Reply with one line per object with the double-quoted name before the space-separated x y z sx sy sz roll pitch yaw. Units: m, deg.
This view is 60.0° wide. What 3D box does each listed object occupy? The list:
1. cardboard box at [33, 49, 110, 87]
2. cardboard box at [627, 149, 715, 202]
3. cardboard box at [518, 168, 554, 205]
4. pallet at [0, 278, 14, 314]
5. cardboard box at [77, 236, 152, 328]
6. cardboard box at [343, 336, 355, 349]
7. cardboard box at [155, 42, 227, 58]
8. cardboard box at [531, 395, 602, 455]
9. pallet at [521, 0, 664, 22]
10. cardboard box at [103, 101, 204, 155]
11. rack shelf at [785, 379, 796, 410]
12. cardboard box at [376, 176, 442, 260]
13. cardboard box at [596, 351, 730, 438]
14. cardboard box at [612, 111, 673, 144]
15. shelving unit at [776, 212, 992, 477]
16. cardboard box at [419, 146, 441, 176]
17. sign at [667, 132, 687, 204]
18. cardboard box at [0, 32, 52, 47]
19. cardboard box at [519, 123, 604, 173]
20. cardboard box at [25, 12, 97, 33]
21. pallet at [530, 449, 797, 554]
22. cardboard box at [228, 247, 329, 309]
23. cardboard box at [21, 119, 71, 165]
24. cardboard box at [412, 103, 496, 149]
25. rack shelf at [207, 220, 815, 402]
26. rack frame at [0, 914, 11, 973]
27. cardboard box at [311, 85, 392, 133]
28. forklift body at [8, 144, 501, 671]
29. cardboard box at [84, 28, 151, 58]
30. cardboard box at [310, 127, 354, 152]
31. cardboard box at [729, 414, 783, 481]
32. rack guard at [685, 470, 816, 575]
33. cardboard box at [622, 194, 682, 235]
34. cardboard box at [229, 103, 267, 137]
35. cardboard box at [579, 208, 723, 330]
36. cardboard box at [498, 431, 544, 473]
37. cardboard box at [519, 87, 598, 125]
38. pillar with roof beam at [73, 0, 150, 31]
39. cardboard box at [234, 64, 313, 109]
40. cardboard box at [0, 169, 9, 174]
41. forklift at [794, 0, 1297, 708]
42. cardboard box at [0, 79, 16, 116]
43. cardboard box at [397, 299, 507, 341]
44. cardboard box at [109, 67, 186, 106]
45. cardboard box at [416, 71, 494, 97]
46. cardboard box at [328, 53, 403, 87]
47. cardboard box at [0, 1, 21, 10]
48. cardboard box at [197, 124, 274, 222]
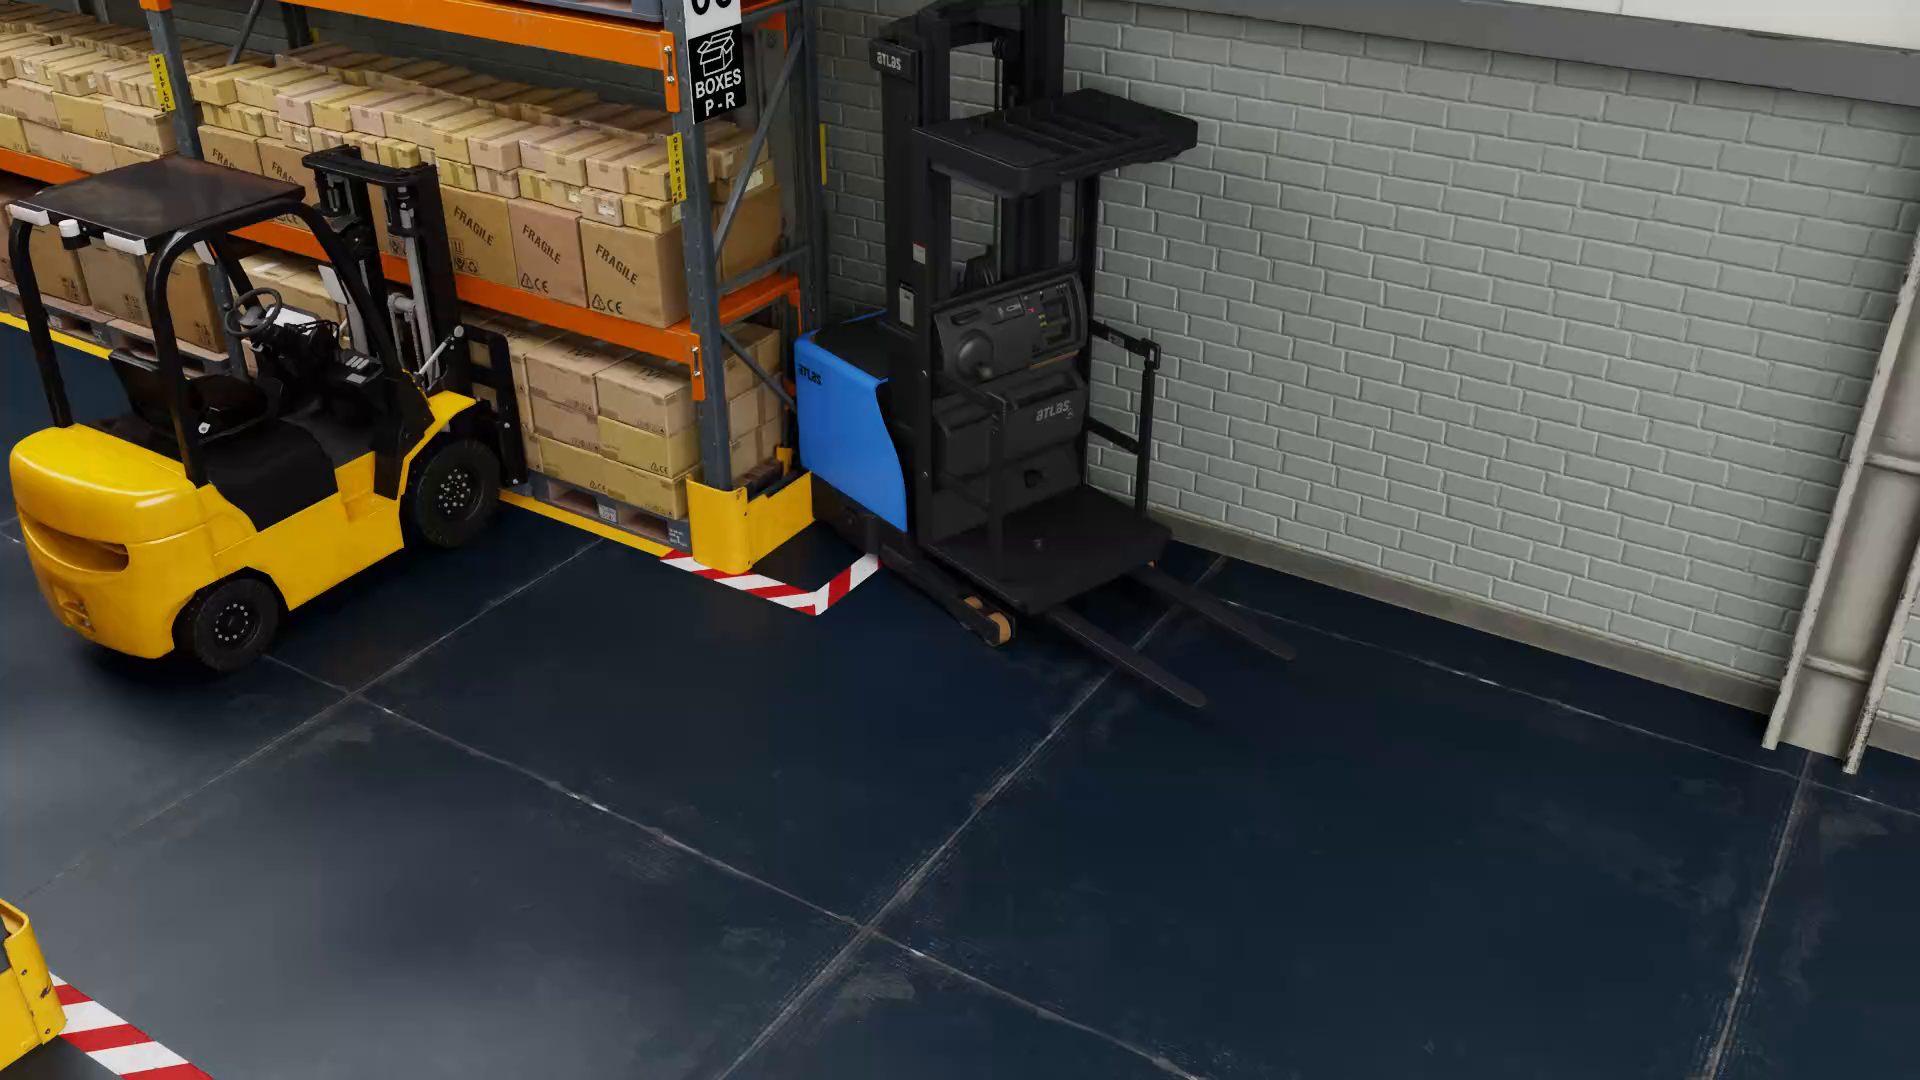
"cardboard box" -5.731 -3.050 10.759 0.250 0.149 0.380 17 34 26
"cardboard box" -1.462 -1.856 8.417 0.250 0.149 0.380 18 35 27
"cardboard box" -2.113 -1.918 8.818 0.250 0.149 0.380 17 34 27
"pallet" -7.146 -2.100 12.640 1.213 0.211 1.003 18 35 27
"cardboard box" -5.536 -1.972 11.593 0.625 0.625 0.875 17 34 27
"cardboard box" -3.342 -1.145 10.051 0.500 0.250 0.500 17 34 27
"cardboard box" -5.029 -3.141 10.914 0.250 0.149 0.380 17 35 27
"cardboard box" -2.044 -0.744 9.365 0.500 0.250 0.500 17 34 27
"pallet" -1.632 -2.857 8.281 1.213 0.211 1.003 18 35 27
"cardboard box" -4.986 -2.644 10.458 0.500 0.250 0.500 17 34 26
"rack shelf" -0.434 -0.819 9.496 1.000 0.185 0.538 14 31 20
"cardboard box" -2.903 -1.872 9.382 0.500 0.500 0.500 18 35 28
"cardboard box" -1.603 -0.814 8.989 0.500 0.250 0.500 19 35 29
"cardboard box" -1.652 -2.181 8.973 0.250 0.149 0.380 18 35 28
"shelving unit" -0.435 -0.978 9.412 1.083 1.500 0.587 14 31 20
"cardboard box" -2.752 -2.134 9.188 0.250 0.149 0.380 17 34 27
"sign" -1.347 -1.773 7.929 0.005 0.325 0.100 18 35 27
"cardboard box" -6.339 -3.284 11.160 0.250 0.149 0.380 18 35 27
"cardboard box" -2.095 -2.066 8.777 0.250 0.149 0.380 18 35 28
"cardboard box" -6.291 -3.576 11.660 0.250 0.149 0.380 17 34 27
"pallet" -1.717 -0.381 9.694 1.213 0.211 1.003 18 35 27
"cardboard box" -4.192 -1.632 10.391 0.500 0.250 0.500 17 34 27
"cardboard box" -5.834 -2.707 11.062 0.500 0.250 0.500 18 35 28
"cardboard box" -2.764 -2.265 9.117 0.250 0.149 0.380 18 35 28
"rack shelf" -2.741 -1.624 9.770 4.000 0.370 1.077 18 35 27
"rack frame" -3.682 0.721 5.038 0.127 3.000 1.000 18 35 27
"cardboard box" -3.434 -2.443 9.423 0.250 0.149 0.380 17 34 27
"forklift body" -3.623 -0.761 8.421 1.214 2.155 2.313 18 35 27
"cardboard box" -5.670 -3.343 11.261 0.250 0.149 0.380 17 34 27
"cardboard box" -3.458 -2.301 9.474 0.250 0.149 0.380 17 34 27
"cardboard box" -1.359 -0.607 9.626 0.500 0.250 0.500 18 35 28
"rack guard" -1.026 -0.312 9.289 0.348 0.500 1.175 18 35 27
"cardboard box" -1.489 -1.695 8.436 0.250 0.149 0.380 18 35 28
"cardboard box" -4.084 -2.527 9.862 0.250 0.149 0.380 18 35 28
"cardboard box" -1.603 -1.462 8.679 0.500 0.500 0.500 17 34 26
"cardboard box" -2.448 -0.658 9.714 0.500 0.250 0.500 18 35 28
"cardboard box" -2.261 -2.426 9.393 0.250 0.149 0.380 17 34 26
"pillar with roof beam" -8.528 -4.331 7.744 0.400 9.000 9.100 18 35 27
"cardboard box" -4.043 -2.686 9.839 0.250 0.149 0.380 18 35 28
"cardboard box" -7.302 -2.524 12.540 0.625 0.625 0.875 19 35 29
"forklift" 0.393 -1.019 8.088 1.130 2.935 3.031 -22 37 -33
"cardboard box" -6.273 -3.061 11.173 0.500 0.250 0.500 18 35 28
"cardboard box" -2.896 -1.219 9.682 0.500 0.250 0.500 17 34 26
"cardboard box" -5.070 -2.852 10.418 0.250 0.149 0.380 17 34 27
"cardboard box" -2.936 -2.609 9.707 0.250 0.149 0.380 17 34 27
"cardboard box" -3.582 -2.815 10.061 0.250 0.149 0.380 17 34 27
"cardboard box" -6.971 -3.747 11.952 0.250 0.149 0.380 18 35 27
"cardboard box" -4.198 -2.283 10.087 0.500 0.500 0.500 17 34 26
